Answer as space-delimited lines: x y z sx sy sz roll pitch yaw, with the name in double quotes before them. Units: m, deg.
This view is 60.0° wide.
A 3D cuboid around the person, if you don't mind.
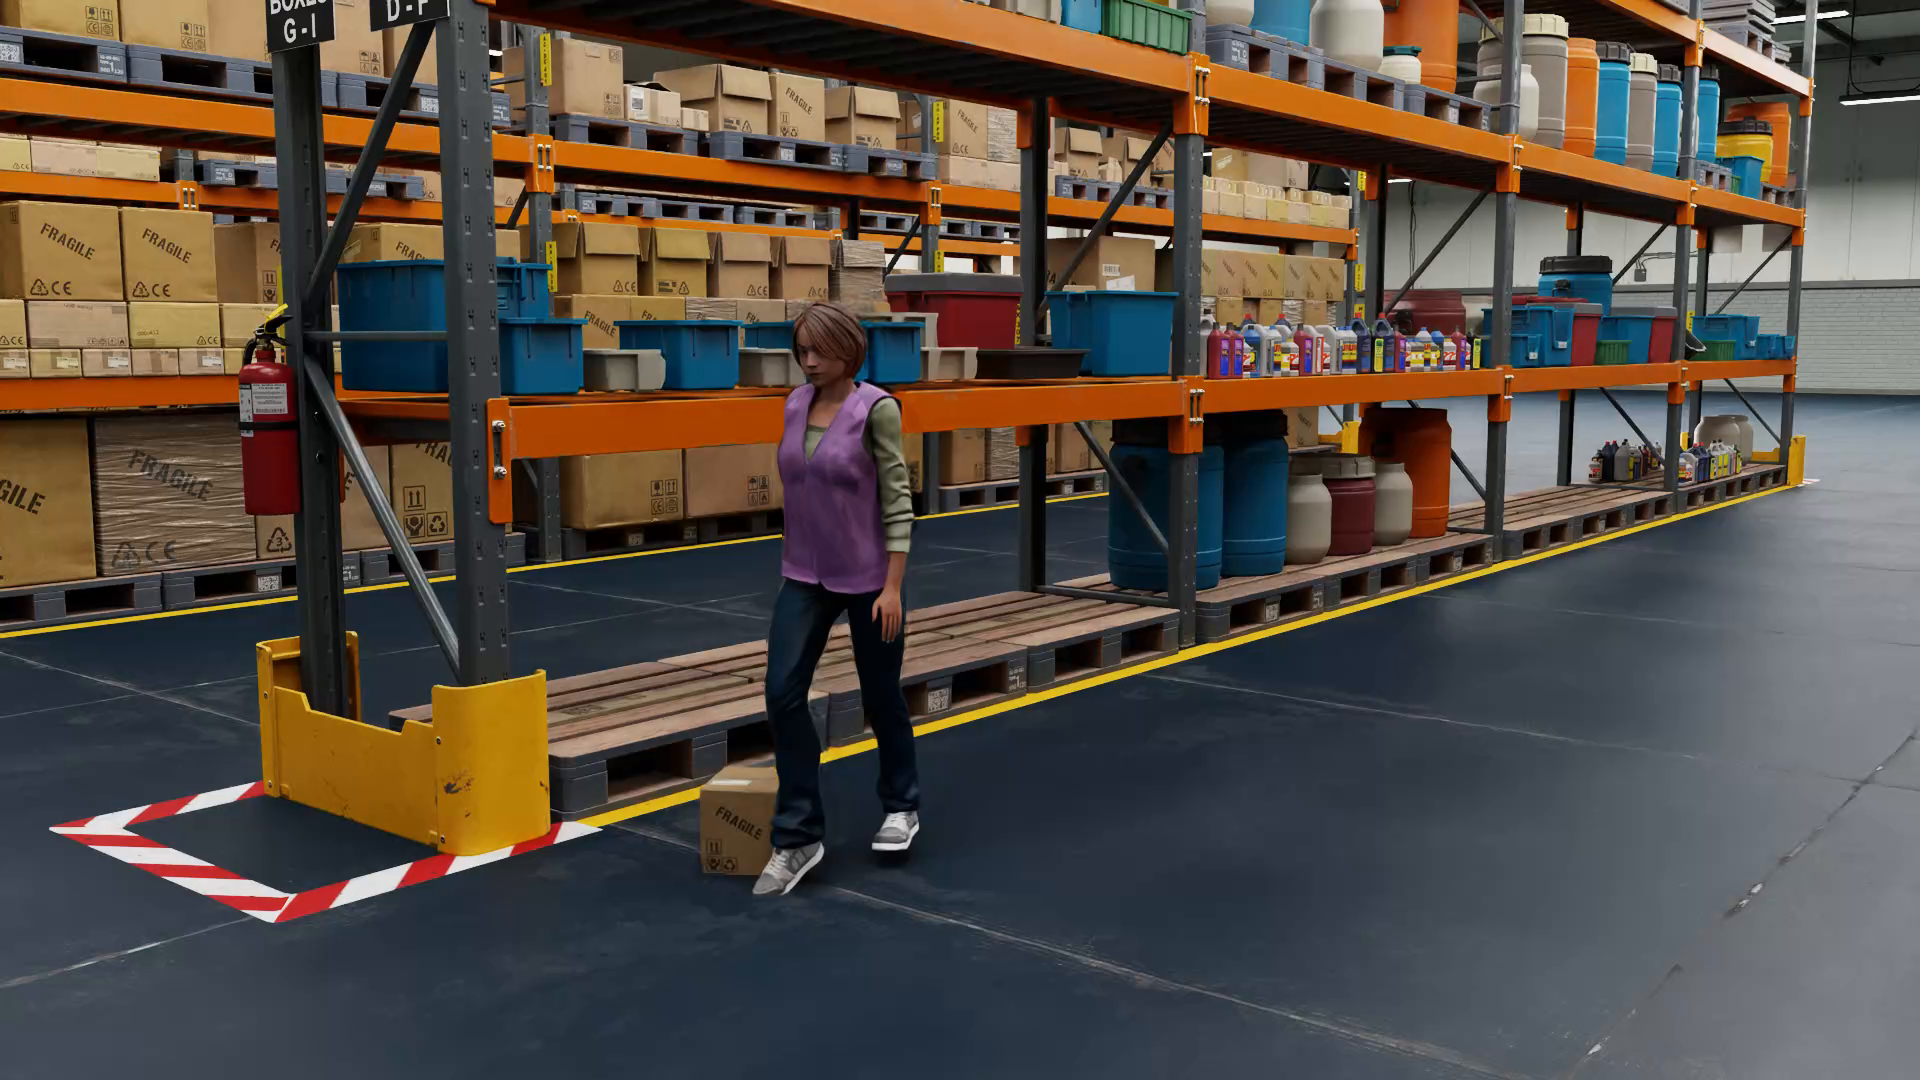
"person" -0.344 0.157 4.655 0.485 1.636 0.633 3 8 25
